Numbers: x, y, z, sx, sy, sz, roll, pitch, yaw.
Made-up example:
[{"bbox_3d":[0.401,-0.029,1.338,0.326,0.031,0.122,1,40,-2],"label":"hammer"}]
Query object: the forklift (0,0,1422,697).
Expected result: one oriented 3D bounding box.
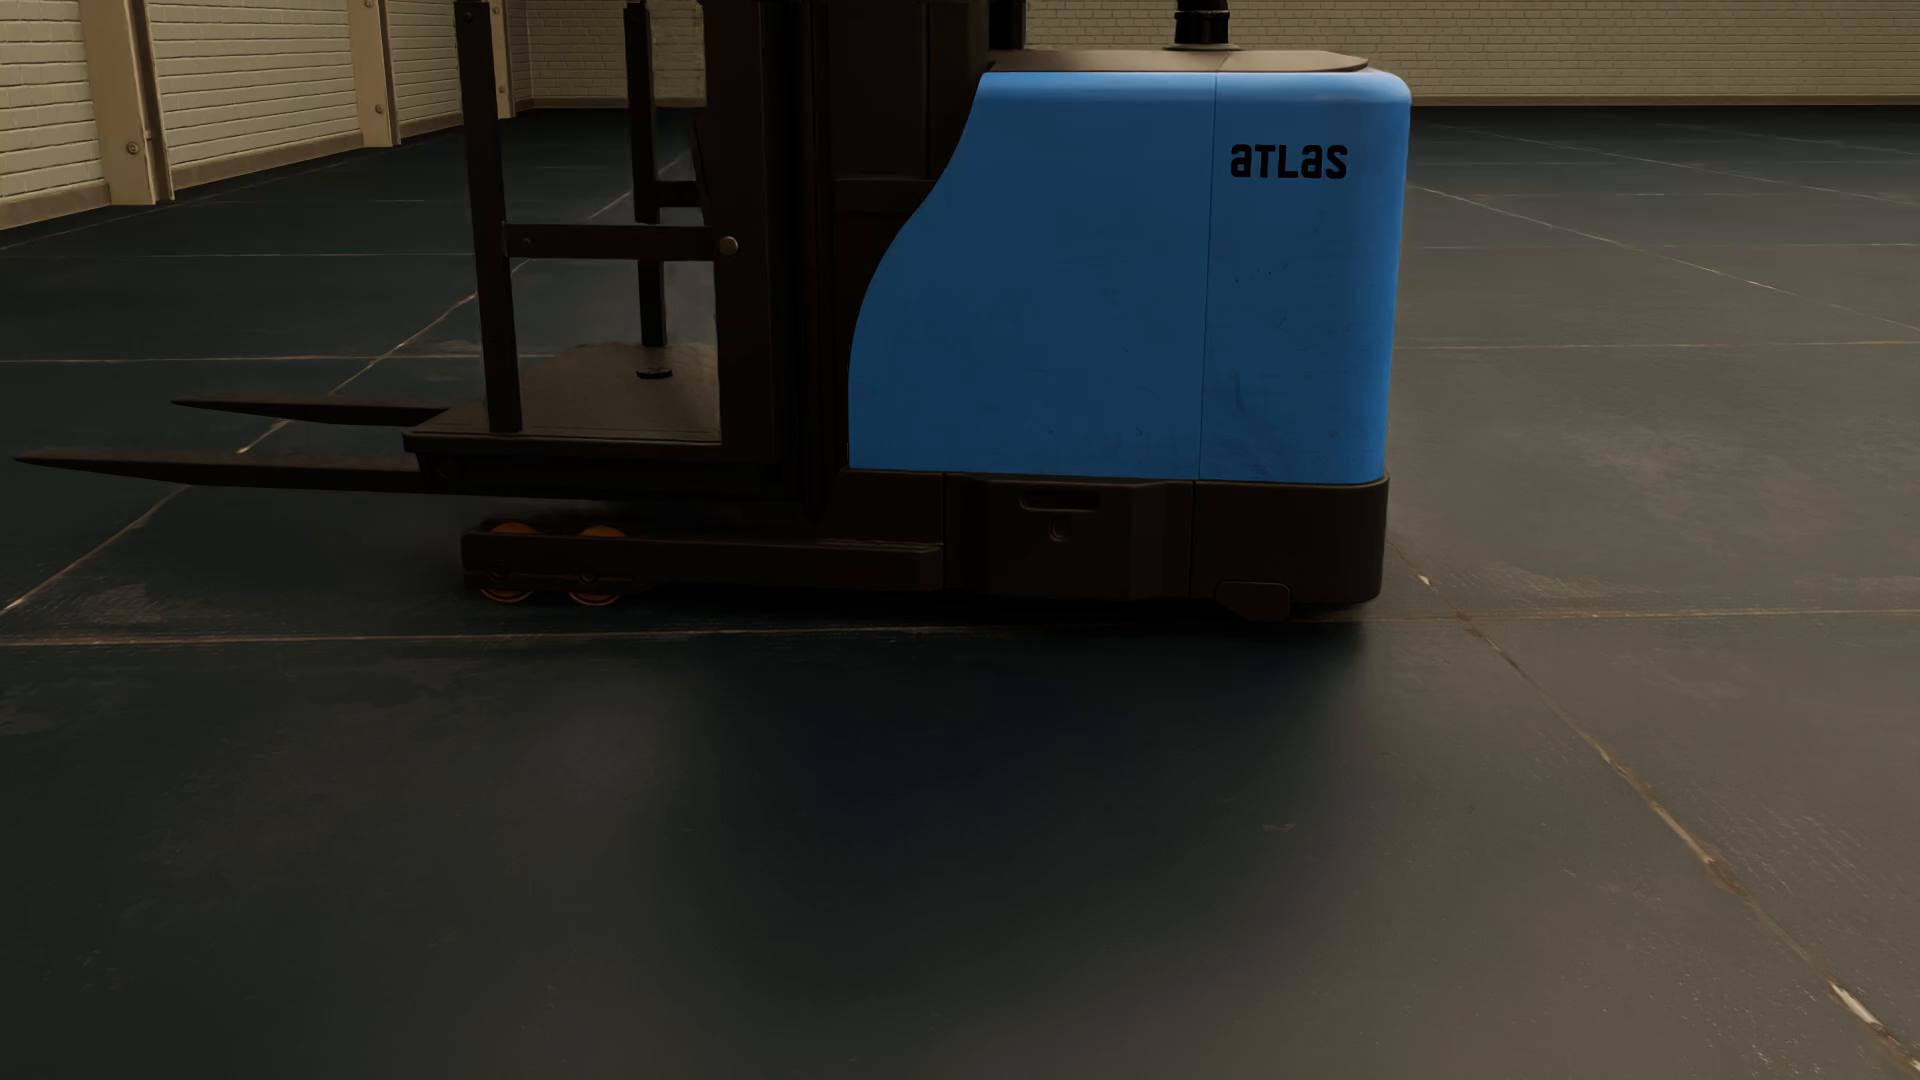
[{"bbox_3d":[-0.525,-1.296,3.144,3.031,2.935,1.130,-10,19,-28],"label":"forklift"}]
